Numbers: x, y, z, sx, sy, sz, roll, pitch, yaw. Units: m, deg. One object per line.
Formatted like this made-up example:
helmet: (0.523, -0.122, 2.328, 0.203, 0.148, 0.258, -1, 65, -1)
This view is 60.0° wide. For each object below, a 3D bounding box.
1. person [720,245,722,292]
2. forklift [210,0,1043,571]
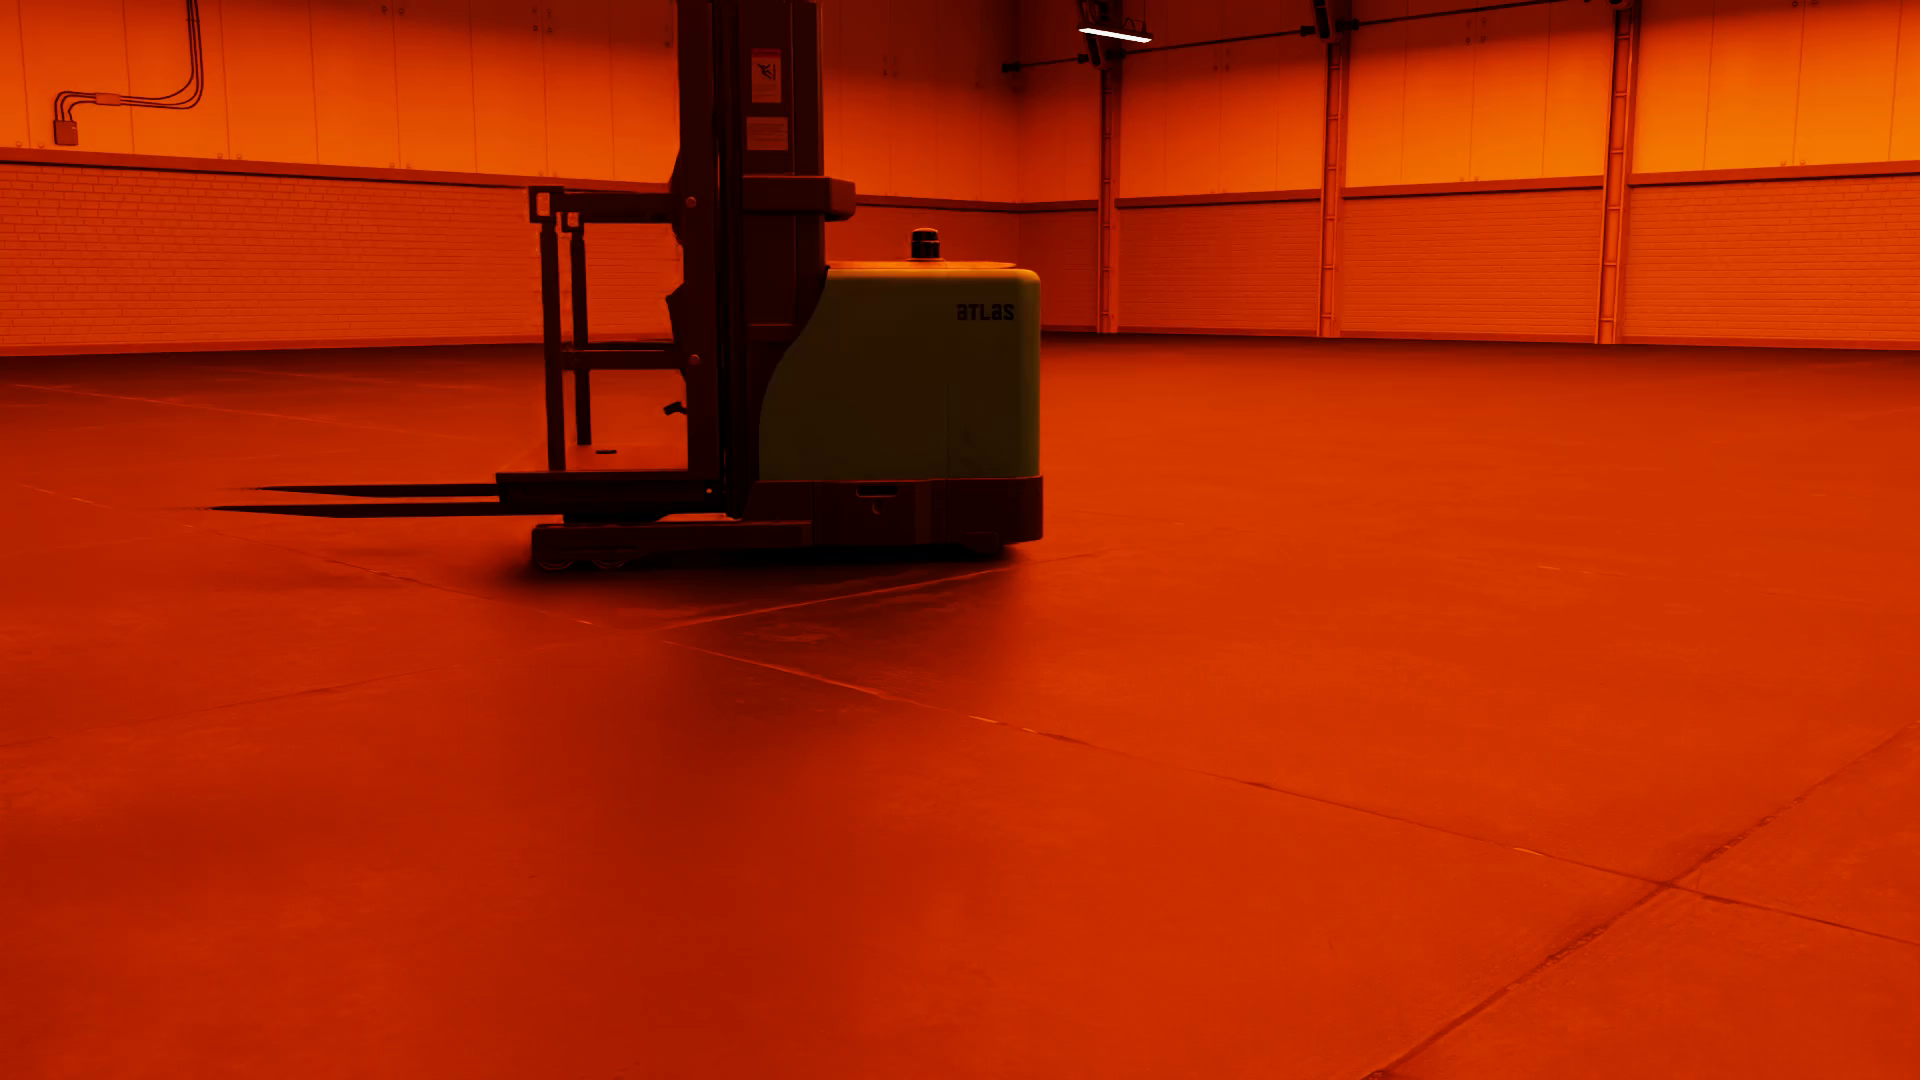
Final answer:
person: (-0.845, -0.857, 7.172, 0.575, 1.510, 0.862, -7, 11, -38)
forklift: (-1.243, -1.423, 6.321, 3.031, 2.935, 1.130, -1, 9, -7)
